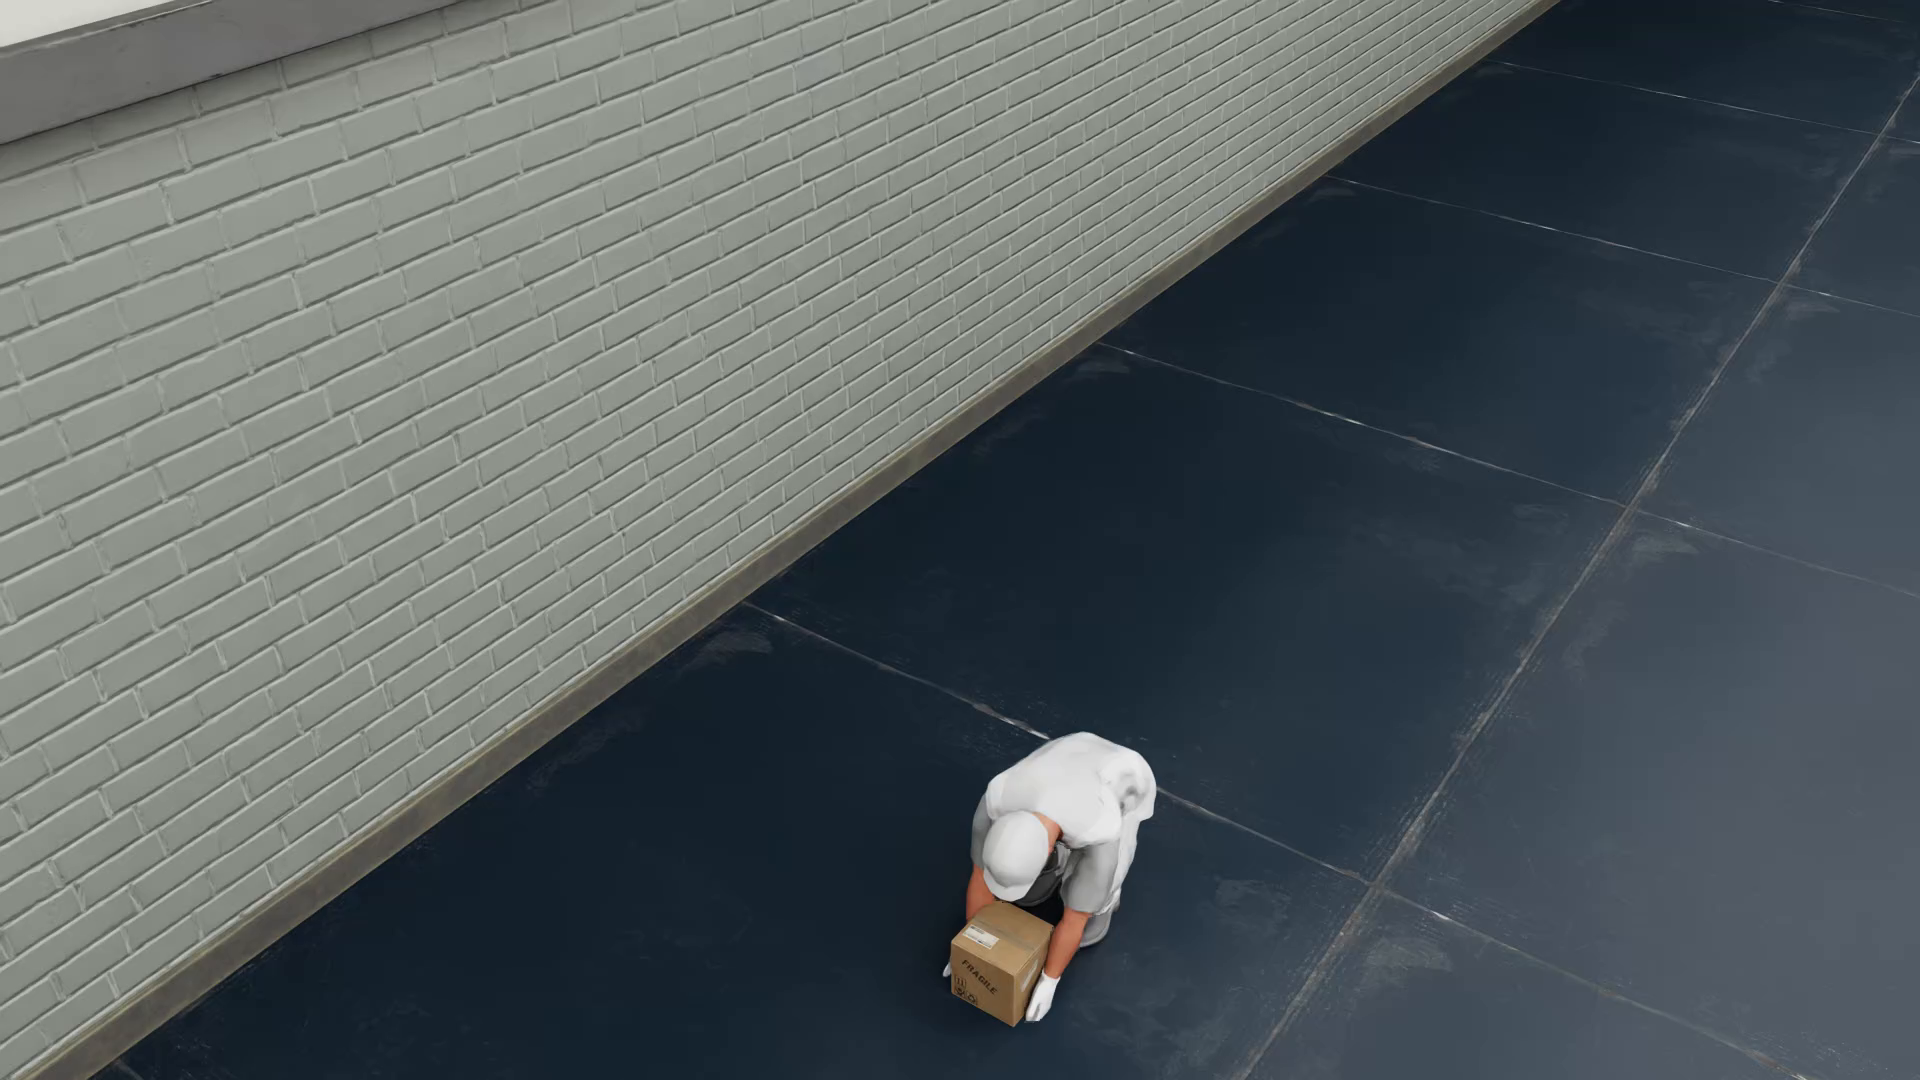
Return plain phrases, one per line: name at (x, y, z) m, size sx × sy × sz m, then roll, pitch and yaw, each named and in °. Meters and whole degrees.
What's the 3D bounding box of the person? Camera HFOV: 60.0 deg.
person at (0.323, 1.039, 5.531) m, size 0.552 × 0.874 × 0.910 m, roll 21°, pitch 40°, yaw 28°
